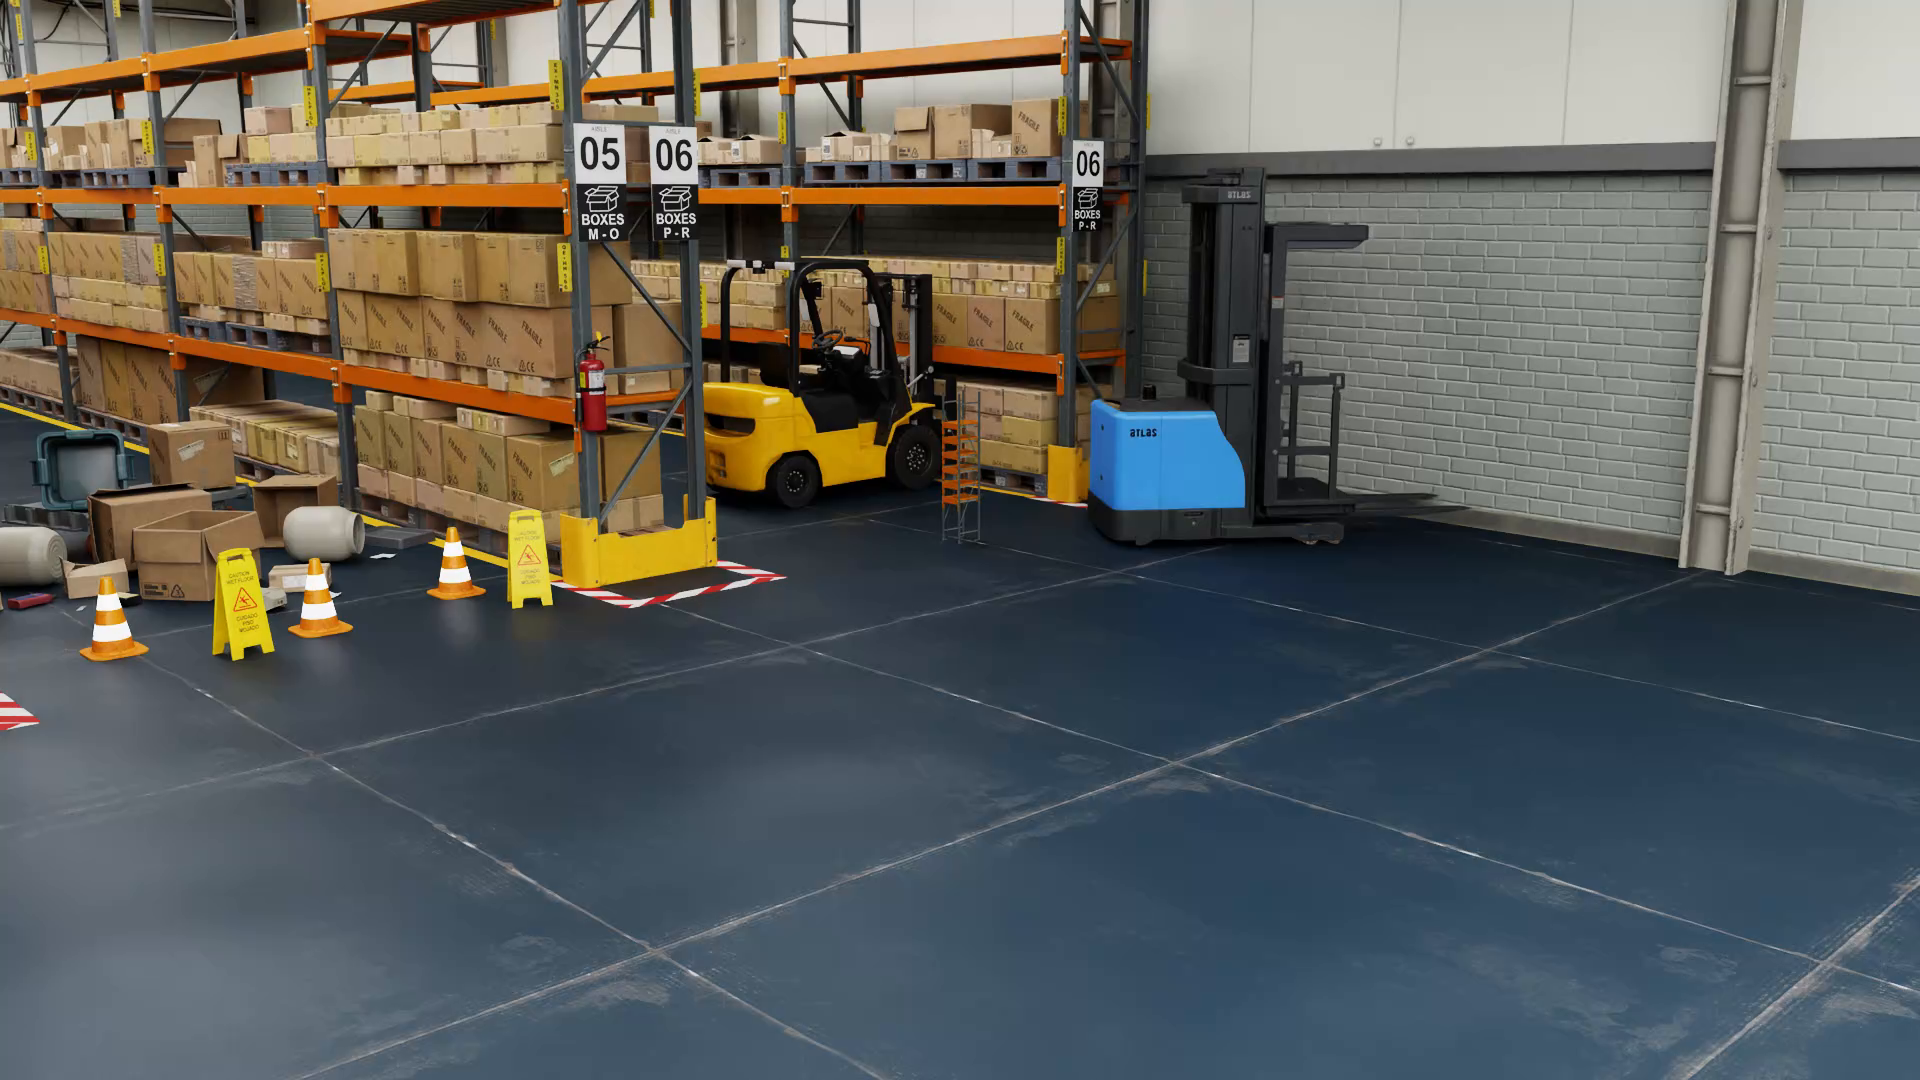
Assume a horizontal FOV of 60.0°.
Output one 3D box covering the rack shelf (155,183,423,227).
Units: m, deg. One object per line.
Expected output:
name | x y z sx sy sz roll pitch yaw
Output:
rack shelf | -6.431 -3.209 15.903 1.077 0.370 4.000 -11 16 -43

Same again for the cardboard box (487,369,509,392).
cardboard box | -3.317 -1.214 12.491 0.380 0.149 0.250 -11 16 -42

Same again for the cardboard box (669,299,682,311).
cardboard box | -3.034 -2.680 19.357 0.500 0.250 0.500 -10 15 -41

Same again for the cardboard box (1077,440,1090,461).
cardboard box | 1.102 -0.867 15.958 0.500 0.250 0.500 -11 16 -42

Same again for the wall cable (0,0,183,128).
wall cable | -14.882 -7.786 28.811 2.988 3.039 0.133 -11 16 -43

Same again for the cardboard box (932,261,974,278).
cardboard box | -0.054 -2.616 16.085 0.380 0.149 0.250 -10 16 -41

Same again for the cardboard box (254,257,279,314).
cardboard box | -6.230 -2.384 15.526 0.500 0.500 0.500 -10 15 -41

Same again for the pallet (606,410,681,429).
pallet | -3.685 -1.585 20.582 1.003 0.211 1.213 -11 16 -43

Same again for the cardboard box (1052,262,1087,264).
cardboard box | 1.084 -2.547 15.750 0.380 0.149 0.250 -10 15 -41

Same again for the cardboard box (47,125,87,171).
cardboard box | -10.176 -4.523 19.208 0.500 0.500 0.500 -11 16 -44

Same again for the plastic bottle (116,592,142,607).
plastic bottle | -5.718 0.400 11.318 0.283 0.061 0.133 6 13 26

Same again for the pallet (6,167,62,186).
pallet | -11.132 -4.514 20.676 1.003 0.211 1.213 -11 16 -43

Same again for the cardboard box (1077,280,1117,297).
cardboard box | 1.253 -2.361 15.583 0.250 0.149 0.380 11 16 44

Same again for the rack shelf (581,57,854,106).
rack shelf | -2.844 -5.175 19.001 1.077 0.370 4.000 -11 16 -43

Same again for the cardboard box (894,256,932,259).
cardboard box | -0.470 -2.893 17.430 0.380 0.149 0.250 -11 16 -44

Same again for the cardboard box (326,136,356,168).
cardboard box | -4.944 -3.239 13.902 0.500 0.250 0.500 -11 16 -44

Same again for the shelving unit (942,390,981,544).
shelving unit | 0.010 -0.586 13.280 0.258 1.200 0.189 -11 16 -43

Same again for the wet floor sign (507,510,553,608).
wet floor sign | -2.930 0.113 11.262 0.267 0.644 0.232 -5 13 -23

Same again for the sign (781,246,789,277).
sign | -1.848 -2.944 17.593 0.100 0.325 0.005 -11 16 -43

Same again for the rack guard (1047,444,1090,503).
rack guard | 1.316 -0.681 15.478 1.175 0.500 0.348 -11 16 -43

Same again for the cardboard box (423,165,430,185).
cardboard box | -3.946 -2.841 12.957 0.380 0.149 0.250 -11 16 -42

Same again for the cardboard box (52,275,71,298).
cardboard box | -10.475 -3.036 19.846 0.500 0.250 0.500 11 16 44

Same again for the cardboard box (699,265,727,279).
cardboard box | -2.763 -3.061 18.978 0.380 0.149 0.250 -11 16 -42

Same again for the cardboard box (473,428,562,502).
cardboard box | -3.392 -0.599 12.801 0.500 0.500 0.500 -10 15 -40

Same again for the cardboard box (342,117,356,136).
cardboard box | -4.868 -3.412 13.750 0.380 0.149 0.250 -10 15 -41

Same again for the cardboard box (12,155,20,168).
cardboard box | -11.430 -4.656 20.477 0.380 0.149 0.250 -10 16 -41

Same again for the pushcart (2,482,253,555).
pushcart | -6.664 -0.191 13.403 0.936 0.377 1.648 6 13 26

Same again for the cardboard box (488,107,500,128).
cardboard box | -3.212 -3.083 12.156 0.380 0.149 0.250 -11 16 -42

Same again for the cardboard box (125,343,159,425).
cardboard box | -8.842 -1.792 18.902 0.875 0.875 0.875 -11 16 -42

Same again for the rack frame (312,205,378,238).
rack frame | -9.750 -4.244 26.577 1.000 3.000 0.127 -11 16 -43

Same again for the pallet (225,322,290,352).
pallet | -6.416 -2.007 16.195 1.003 0.211 1.213 -11 16 -43

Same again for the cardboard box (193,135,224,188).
cardboard box | -7.165 -3.763 16.559 0.700 0.500 0.500 -11 16 -43

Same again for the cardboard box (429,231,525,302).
cardboard box | -3.569 -2.080 12.611 0.700 0.500 0.500 -11 16 -43

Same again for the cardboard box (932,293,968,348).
cardboard box | 0.064 -2.145 16.140 0.500 0.500 0.500 -11 16 -44

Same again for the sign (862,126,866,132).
sign | -1.062 -4.331 18.090 0.100 0.325 0.005 -11 16 -43

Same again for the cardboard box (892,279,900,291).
cardboard box | -0.569 -2.585 16.671 0.250 0.149 0.380 11 16 43

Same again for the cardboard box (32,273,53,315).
cardboard box | -11.080 -3.049 20.529 0.500 0.500 0.500 -11 16 -42

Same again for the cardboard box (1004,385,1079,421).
cardboard box | 0.756 -1.281 15.492 0.500 0.250 0.500 -10 15 -41

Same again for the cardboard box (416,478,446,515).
cardboard box | -4.093 -0.382 13.606 0.500 0.250 0.500 -11 16 -43

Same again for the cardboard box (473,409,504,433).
cardboard box | -3.503 -0.922 12.763 0.380 0.149 0.250 -11 16 -42

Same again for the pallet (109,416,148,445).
pallet | -9.141 -1.322 19.305 1.003 0.211 1.213 -11 16 -43

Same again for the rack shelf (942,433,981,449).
rack shelf | 0.010 -0.777 13.241 0.258 0.103 0.180 -11 16 -43

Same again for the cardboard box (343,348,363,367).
cardboard box | -5.064 -1.587 14.302 0.380 0.149 0.250 -11 16 -43

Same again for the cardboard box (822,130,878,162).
cardboard box | -1.064 -4.017 16.976 0.500 0.311 0.500 -10 16 -41

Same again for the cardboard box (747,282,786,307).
cardboard box | -1.987 -2.700 18.216 0.500 0.250 0.500 -11 16 -44

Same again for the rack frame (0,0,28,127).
rack frame | -13.337 -6.490 22.611 1.000 3.000 0.127 -11 16 -43

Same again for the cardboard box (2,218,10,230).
cardboard box | -12.035 -4.054 21.322 0.380 0.149 0.250 -11 16 -43

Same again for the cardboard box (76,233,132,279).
cardboard box | -9.763 -3.258 19.068 0.500 0.500 0.500 11 16 44

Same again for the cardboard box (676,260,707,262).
cardboard box | -3.238 -3.329 20.279 0.380 0.149 0.250 -11 16 -44

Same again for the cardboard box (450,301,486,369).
cardboard box | -3.547 -1.599 12.755 0.500 0.500 0.500 -11 16 -43

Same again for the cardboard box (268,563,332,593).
cardboard box | -4.653 0.270 11.732 0.380 0.149 0.250 -3 12 -13

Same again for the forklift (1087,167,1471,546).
forklift | 2.626 -1.503 13.442 3.031 2.935 1.130 -2 12 -8

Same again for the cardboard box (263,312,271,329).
cardboard box | -6.299 -2.071 15.609 0.380 0.149 0.250 -11 16 -43
